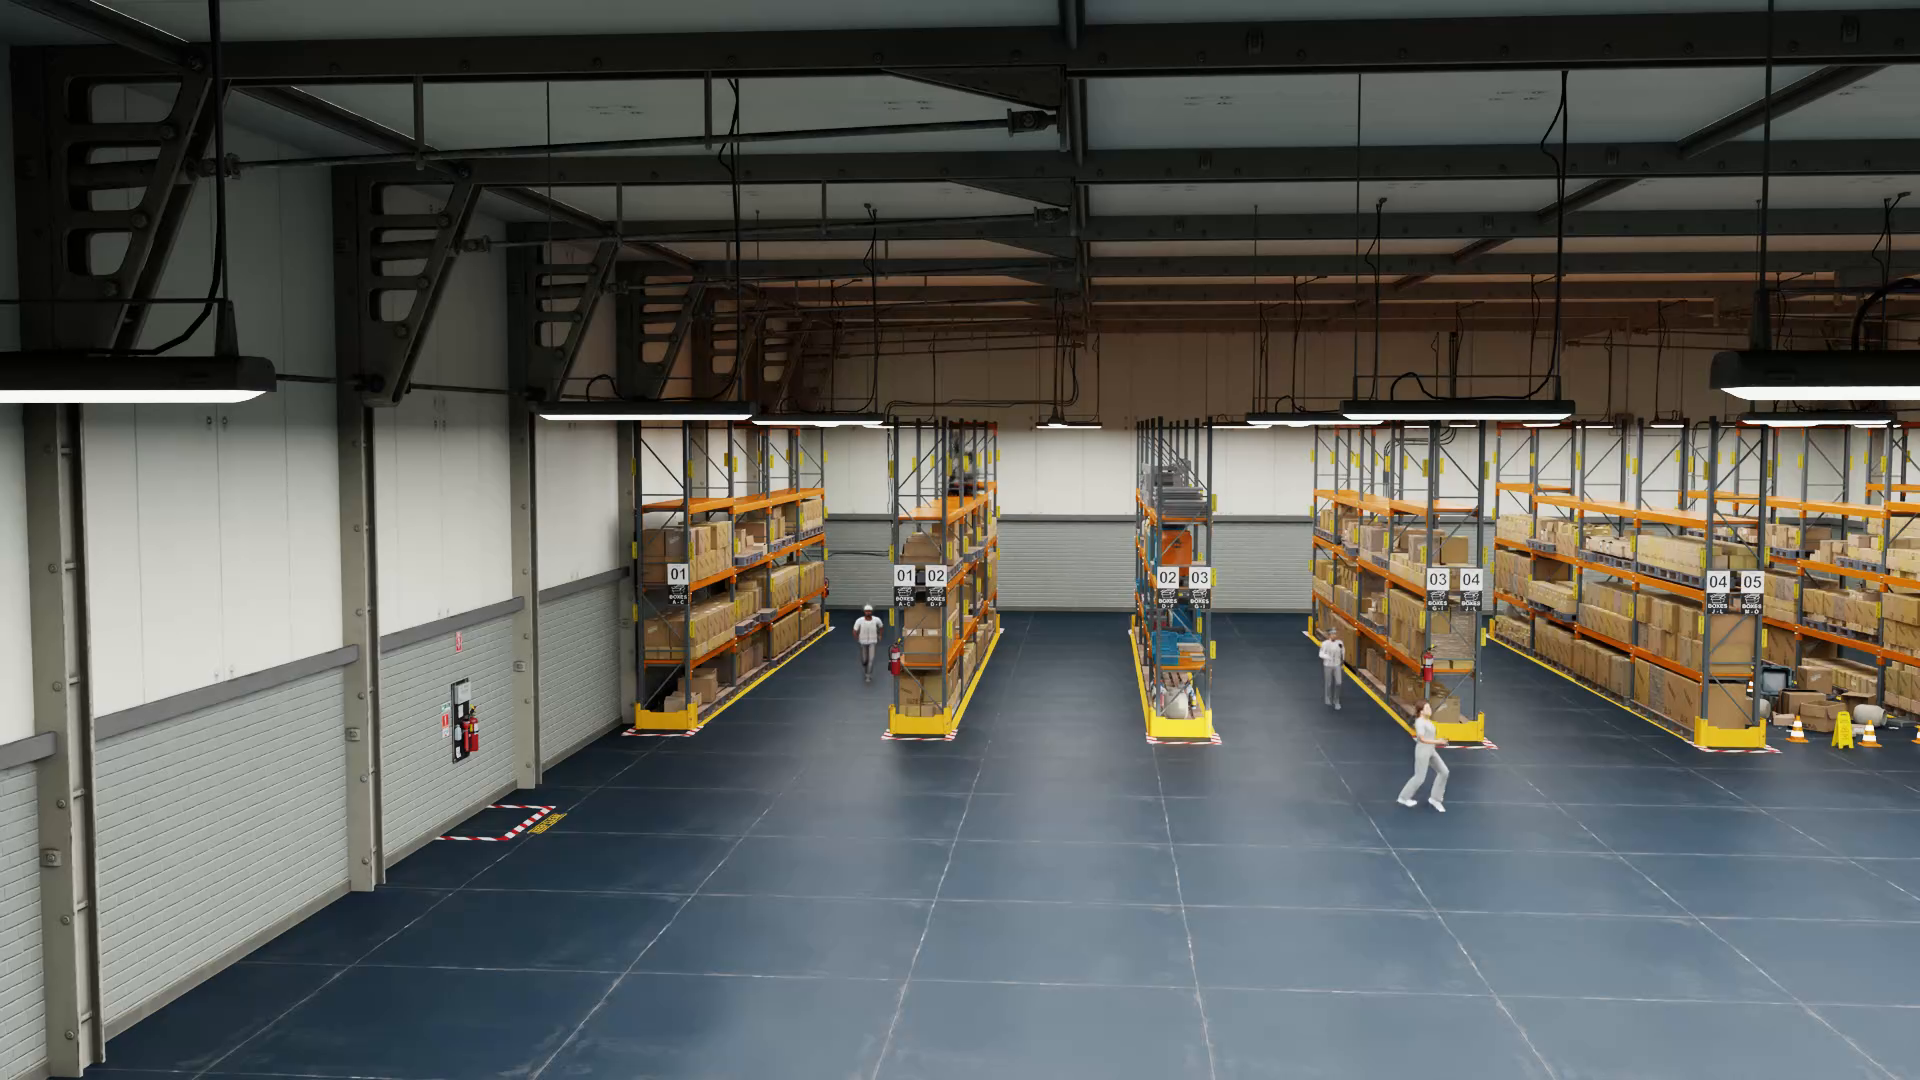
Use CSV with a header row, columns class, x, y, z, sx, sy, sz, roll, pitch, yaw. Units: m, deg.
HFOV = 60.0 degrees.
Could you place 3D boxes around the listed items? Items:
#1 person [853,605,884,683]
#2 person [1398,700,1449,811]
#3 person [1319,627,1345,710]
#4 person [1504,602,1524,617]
class,x,y,z,sx,sy,sz,roll,pitch,yaw
person,-2.102,2.370,38.246,0.710,1.760,0.818,0,4,-2
person,7.023,3.265,25.172,0.738,1.694,0.570,2,4,33
person,7.694,2.644,34.346,0.556,1.725,0.747,0,4,6
person,15.769,1.734,47.226,0.928,1.801,0.665,0,4,-2
